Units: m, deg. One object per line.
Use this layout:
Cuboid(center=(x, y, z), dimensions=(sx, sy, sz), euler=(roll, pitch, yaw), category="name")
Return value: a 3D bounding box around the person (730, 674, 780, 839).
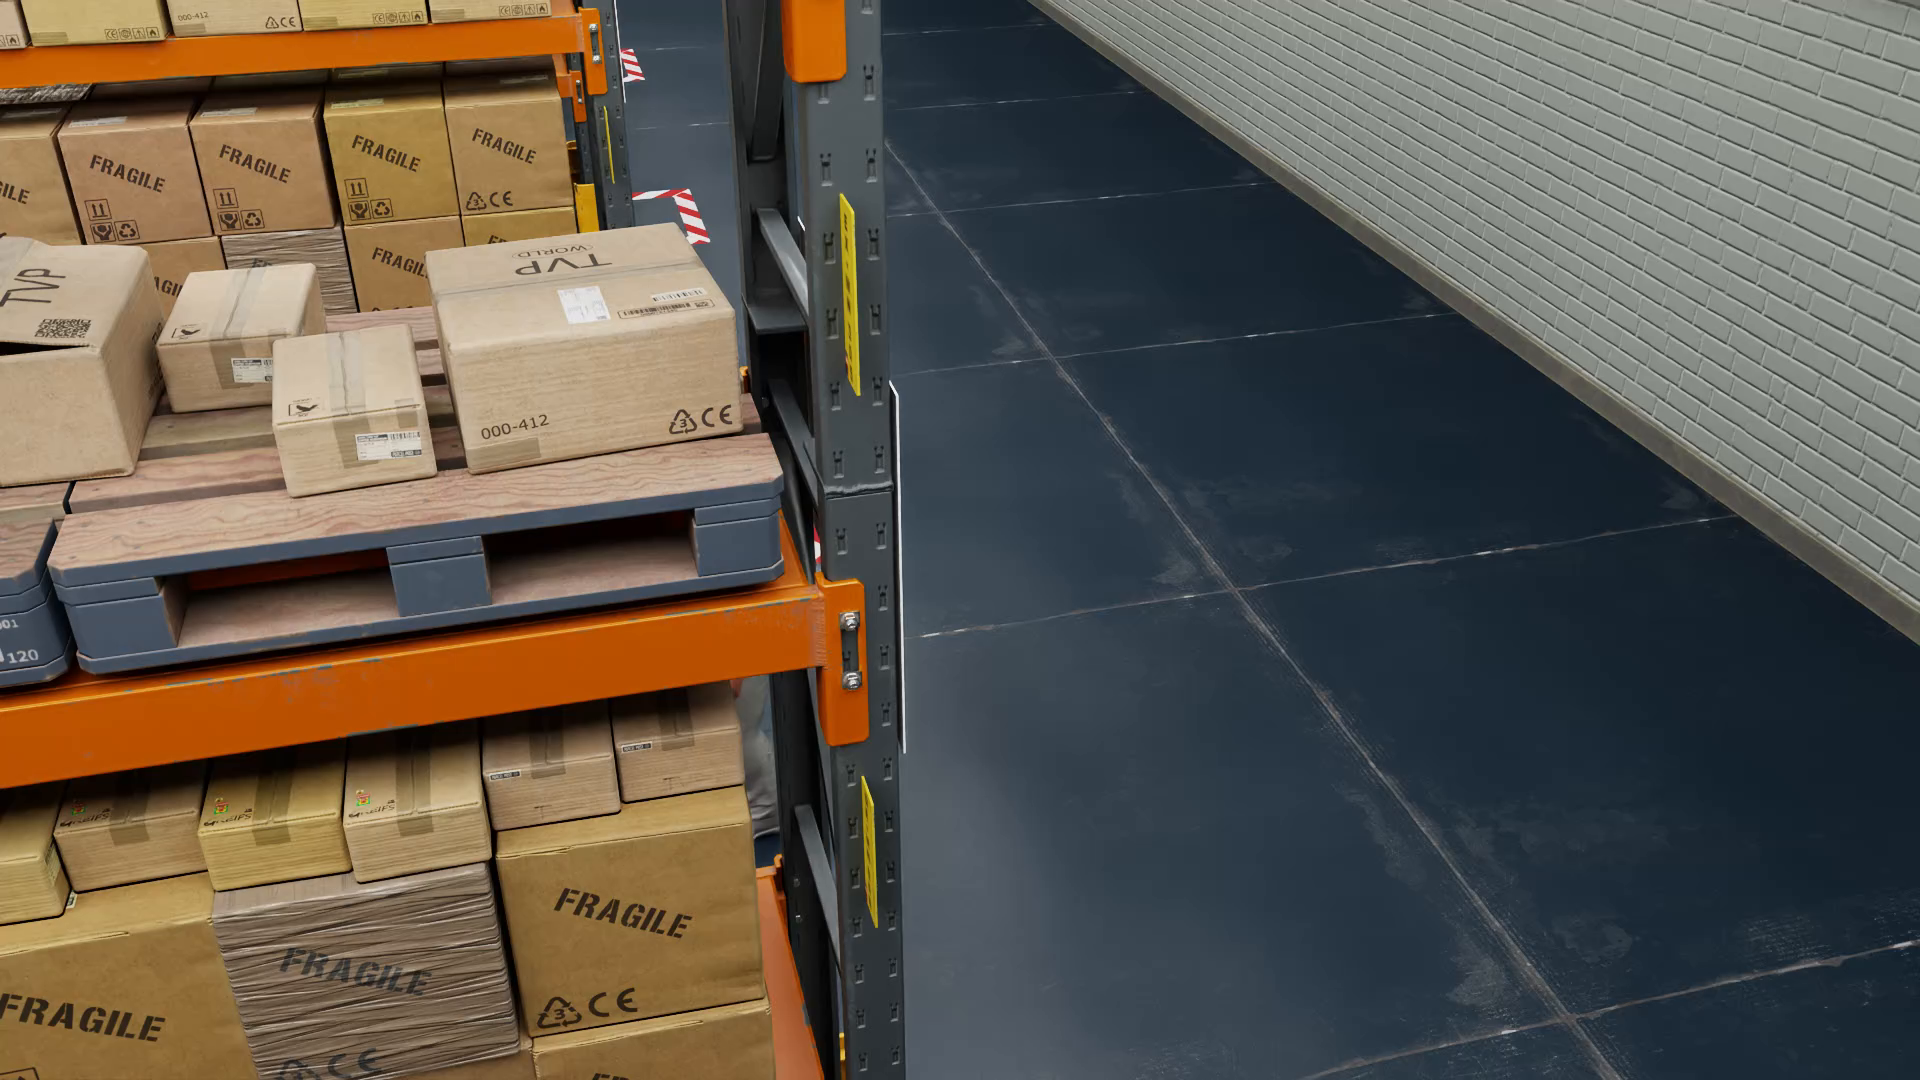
Cuboid(center=(-0.894, 0.390, 6.467), dimensions=(0.391, 1.747, 0.529), euler=(-7, 31, -12), category="person")
